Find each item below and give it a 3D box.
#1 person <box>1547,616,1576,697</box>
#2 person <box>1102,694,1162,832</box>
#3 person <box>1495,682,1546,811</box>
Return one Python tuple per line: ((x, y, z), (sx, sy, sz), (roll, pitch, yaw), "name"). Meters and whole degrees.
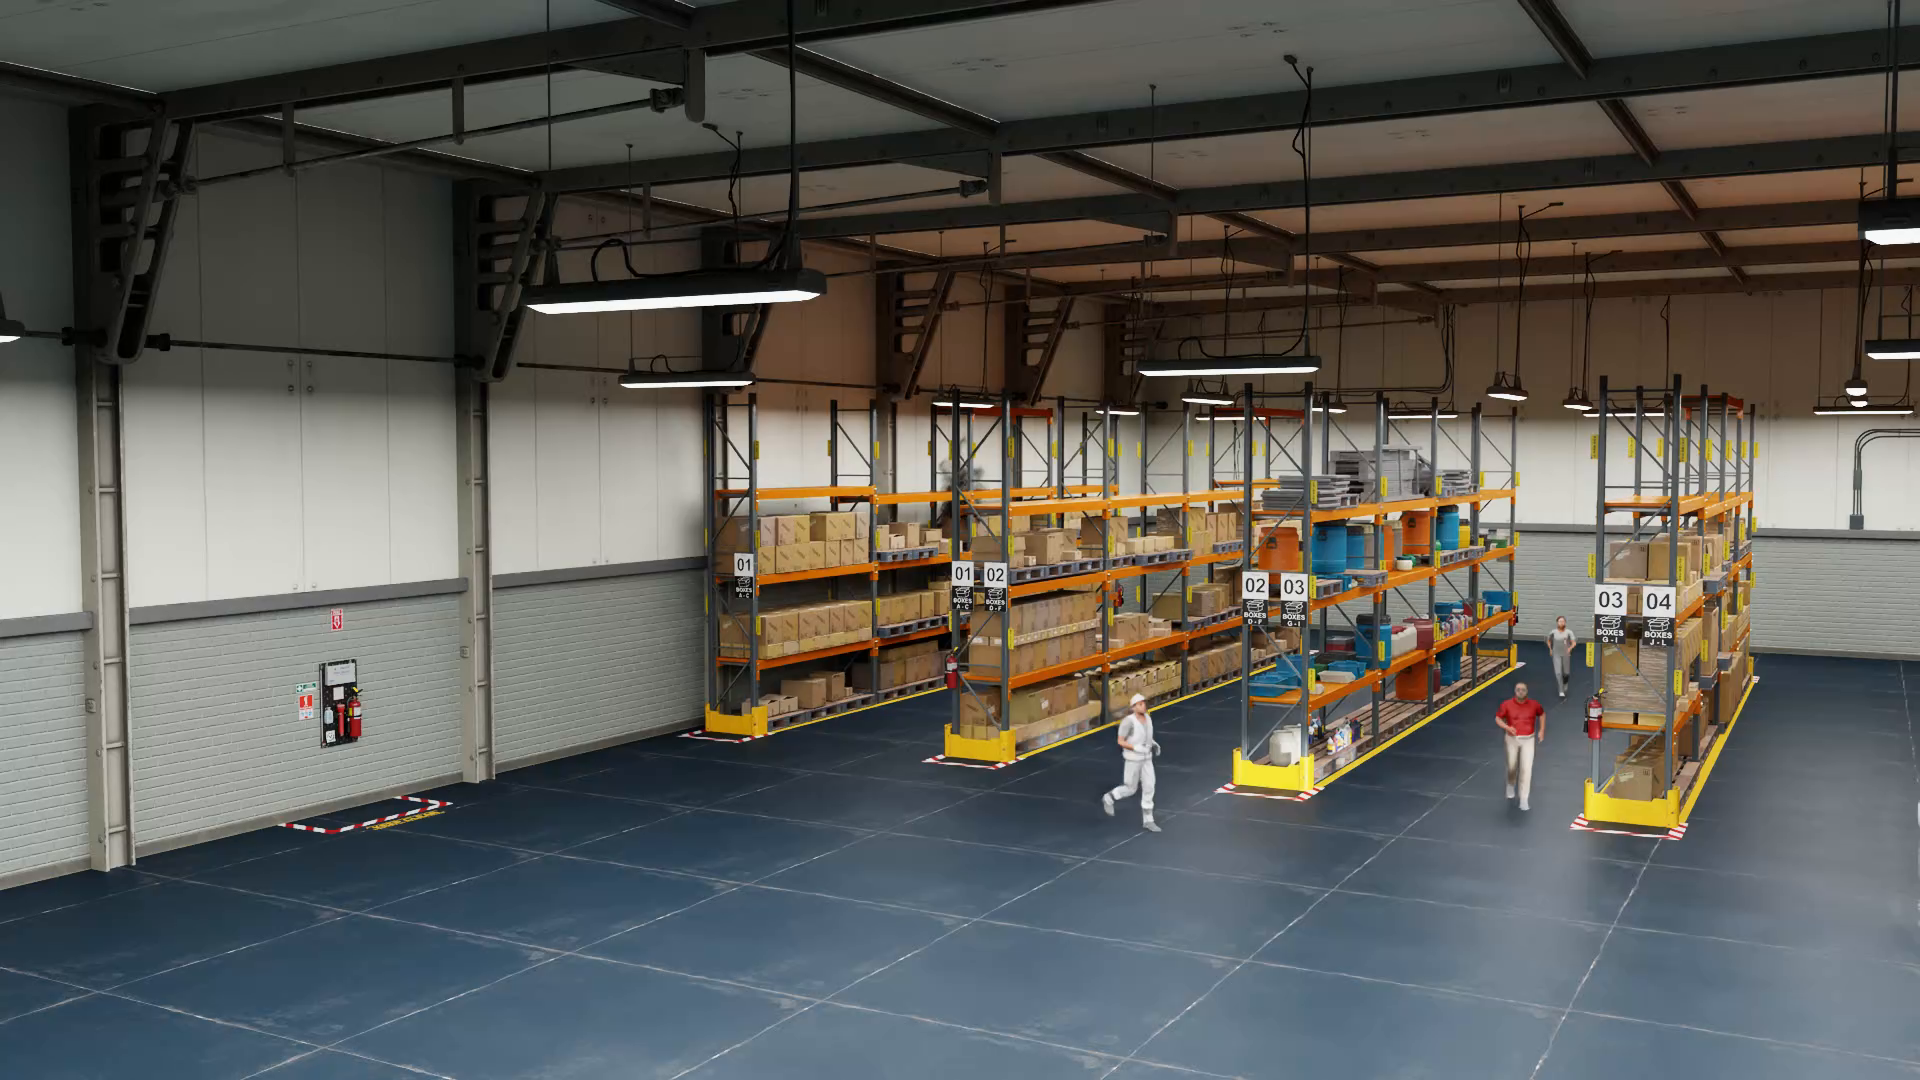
((12.229, 2.358, 33.845), (0.555, 1.626, 0.621), (1, 3, 21), "person")
((2.327, 2.923, 22.065), (0.668, 1.785, 0.951), (-2, 4, -37), "person")
((7.911, 2.872, 23.488), (0.684, 1.752, 0.871), (1, 3, 16), "person")
